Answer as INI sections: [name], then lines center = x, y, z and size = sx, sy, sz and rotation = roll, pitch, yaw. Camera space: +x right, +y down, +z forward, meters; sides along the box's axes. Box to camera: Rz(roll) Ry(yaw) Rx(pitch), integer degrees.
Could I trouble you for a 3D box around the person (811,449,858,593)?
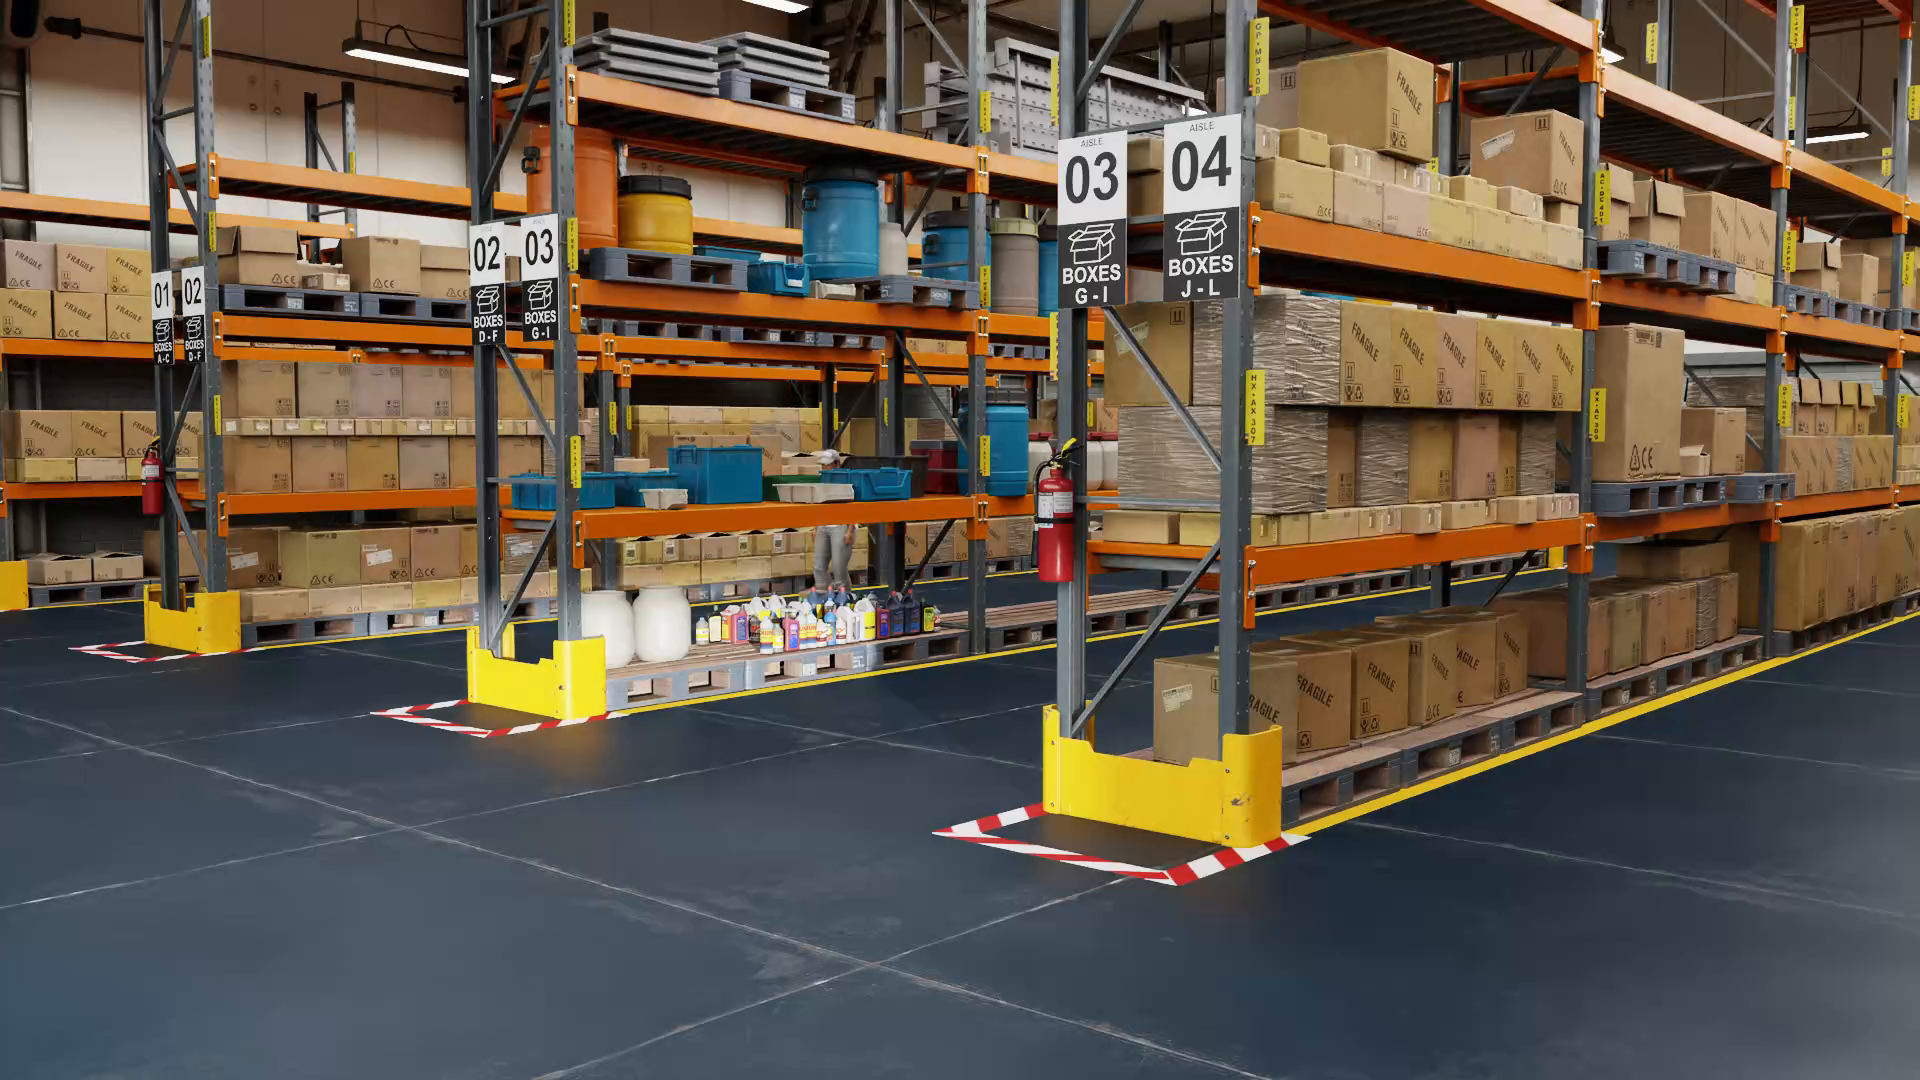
[person]
center = -1.285, -0.079, 16.666
size = 0.564, 1.667, 0.465
rotation = 3, 5, 38
